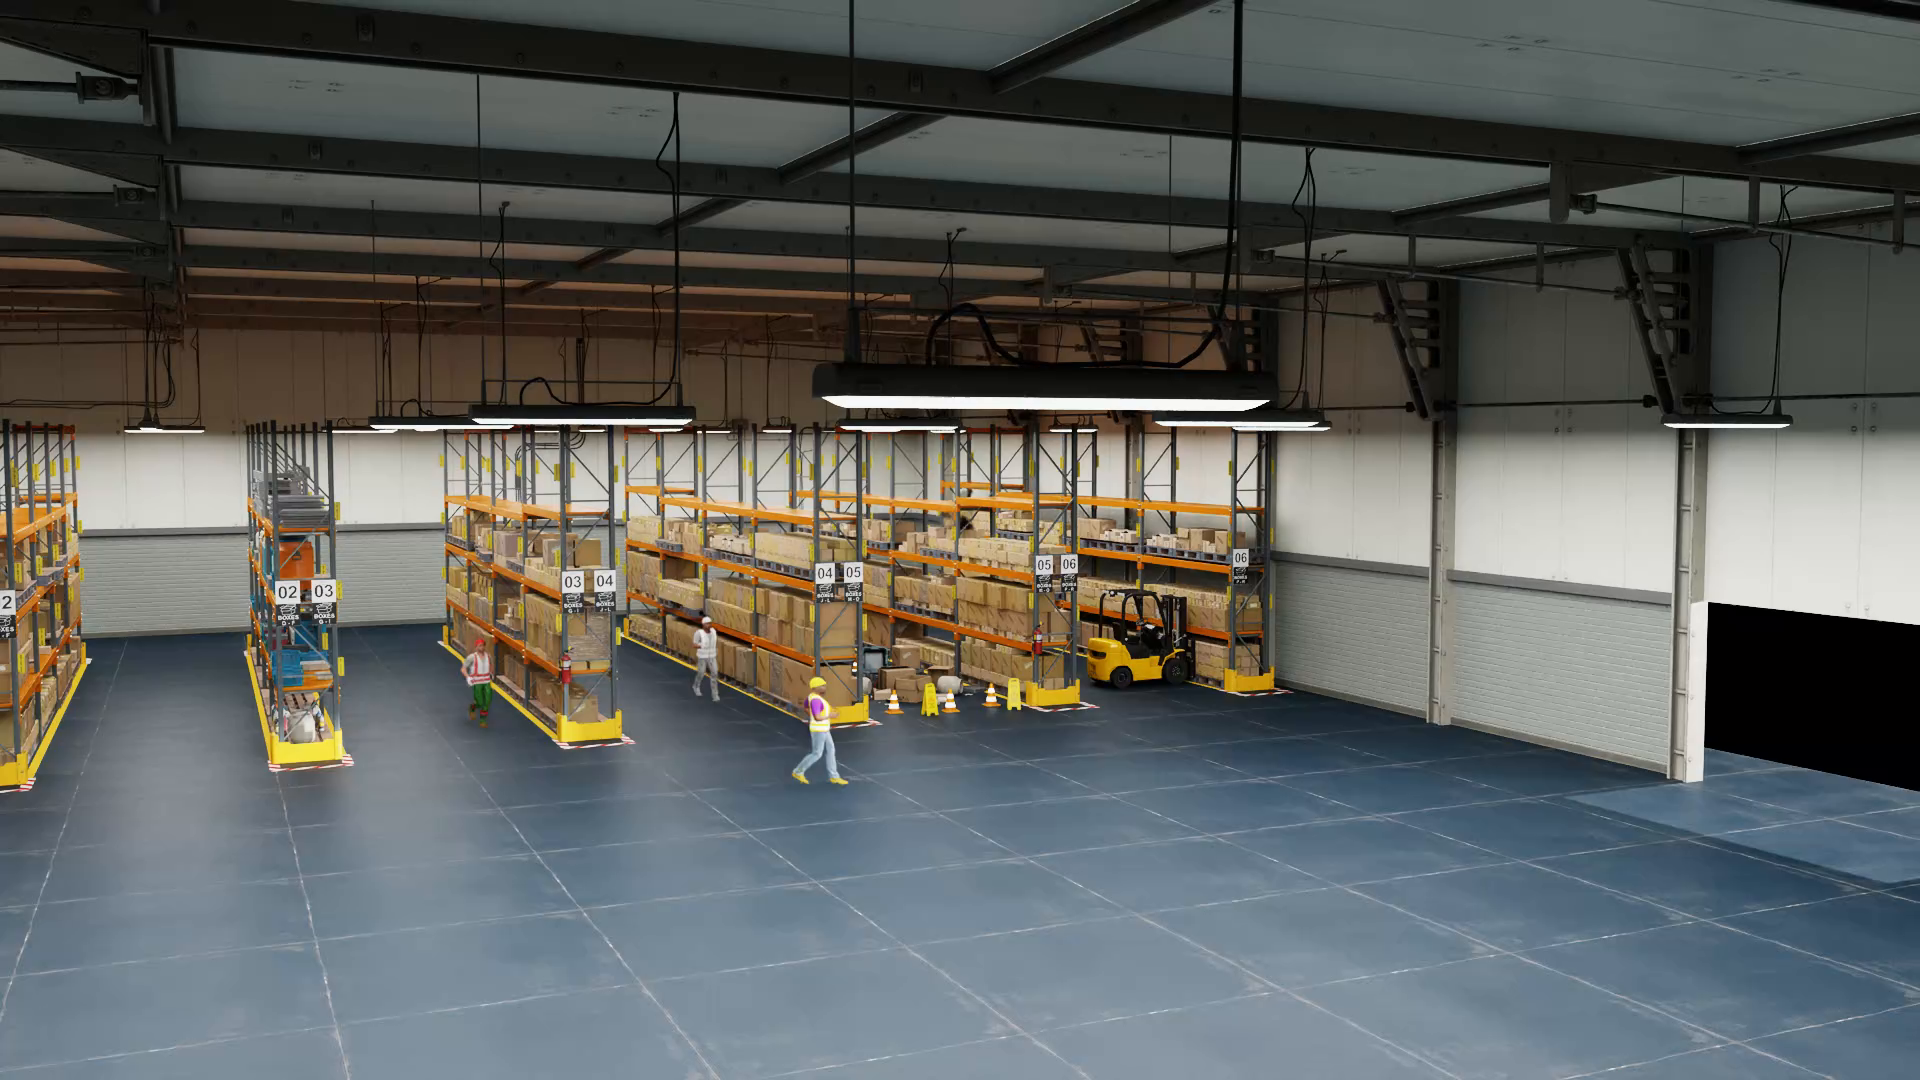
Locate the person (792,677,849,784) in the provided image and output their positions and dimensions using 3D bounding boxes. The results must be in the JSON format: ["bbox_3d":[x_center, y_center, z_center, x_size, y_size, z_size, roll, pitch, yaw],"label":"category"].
[{"bbox_3d":[-2.278,3.113,27.066,0.917,1.765,0.701,0,4,1],"label":"person"}]

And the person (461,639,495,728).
[{"bbox_3d":[-9.434,2.809,32.687,0.672,1.745,0.645,-3,5,-44],"label":"person"}]

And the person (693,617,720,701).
[{"bbox_3d":[-5.521,2.558,36.105,0.634,1.800,0.939,-2,4,-32],"label":"person"}]

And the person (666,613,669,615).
[{"bbox_3d":[-8.772,1.905,49.362,0.479,1.473,0.671,1,4,13],"label":"person"}]
